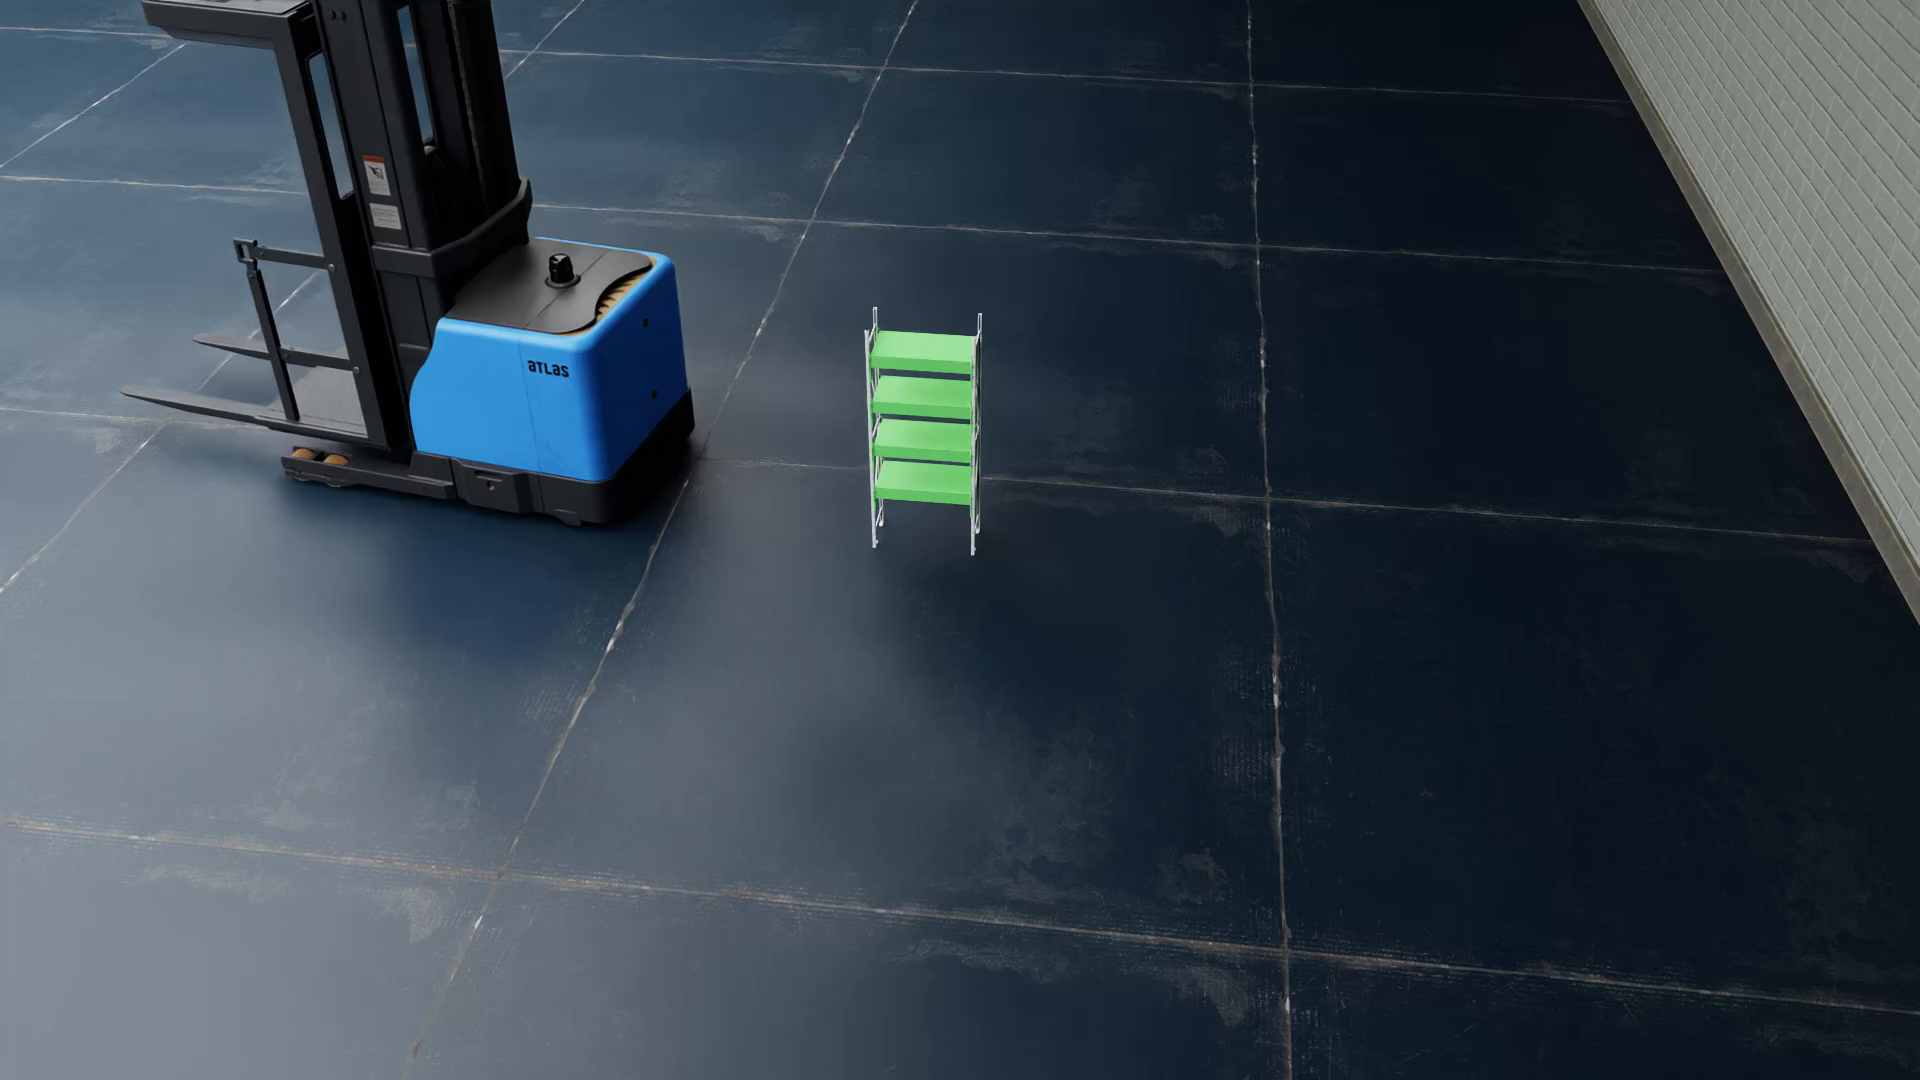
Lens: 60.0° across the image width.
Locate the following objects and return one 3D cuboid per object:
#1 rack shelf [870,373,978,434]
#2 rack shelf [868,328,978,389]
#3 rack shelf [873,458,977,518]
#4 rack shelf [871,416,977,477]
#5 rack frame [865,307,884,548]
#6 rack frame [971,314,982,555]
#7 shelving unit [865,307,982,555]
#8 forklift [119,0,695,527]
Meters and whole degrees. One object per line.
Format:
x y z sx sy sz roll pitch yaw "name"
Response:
-0.164 -0.644 7.816 0.480 0.148 0.258 4 36 6 "rack shelf"
-0.164 -0.839 7.677 0.480 0.148 0.258 4 36 6 "rack shelf"
-0.164 -0.253 8.095 0.480 0.148 0.258 4 36 6 "rack shelf"
-0.164 -0.449 7.956 0.480 0.148 0.258 4 36 6 "rack shelf"
-0.406 -0.519 7.944 0.015 1.200 0.240 4 36 6 "rack frame"
0.078 -0.483 7.893 0.015 1.200 0.240 4 36 6 "rack frame"
-0.164 -0.501 7.919 0.503 1.200 0.258 4 36 6 "shelving unit"
-3.008 -1.748 8.176 3.031 2.935 1.130 10 37 14 "forklift"
